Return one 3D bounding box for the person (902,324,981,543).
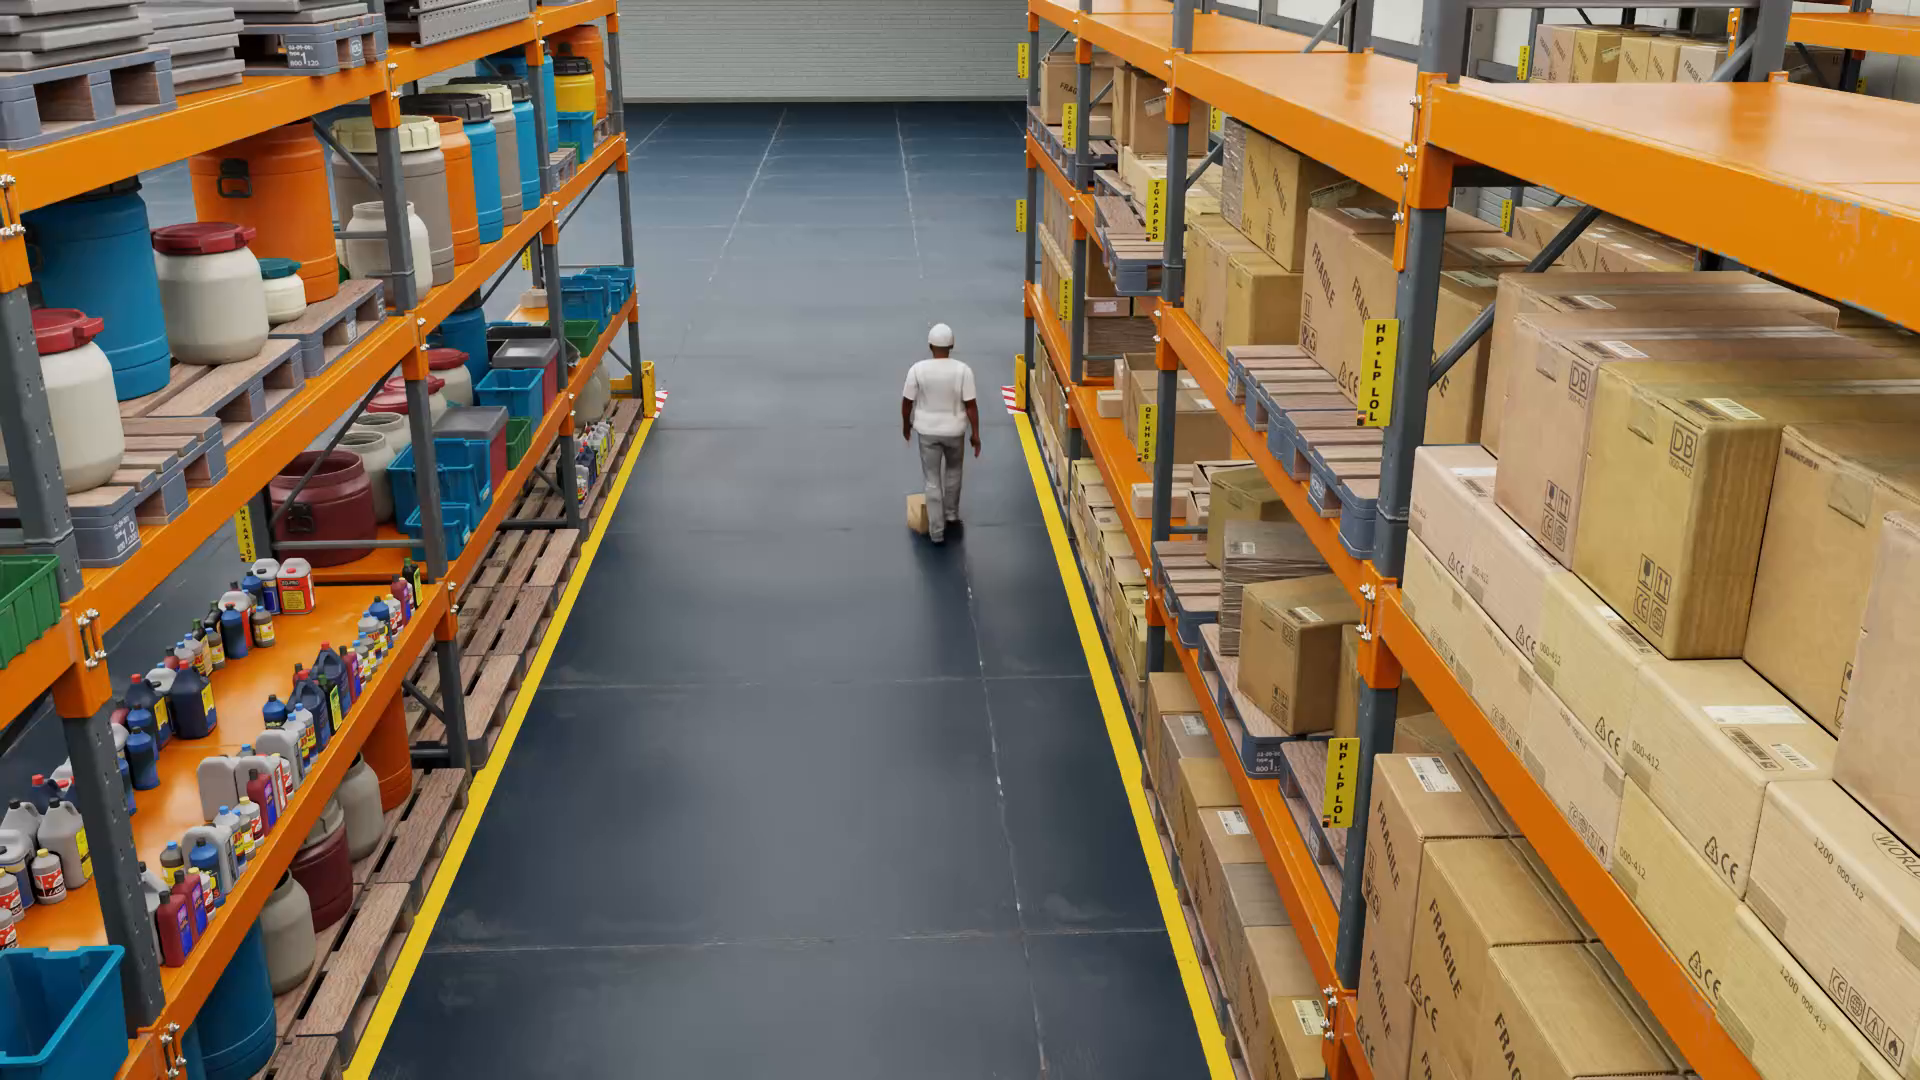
[{"bbox_3d":[-0.159,-0.883,13.444,0.623,1.795,0.754,-2,20,-4],"label":"person"}]
